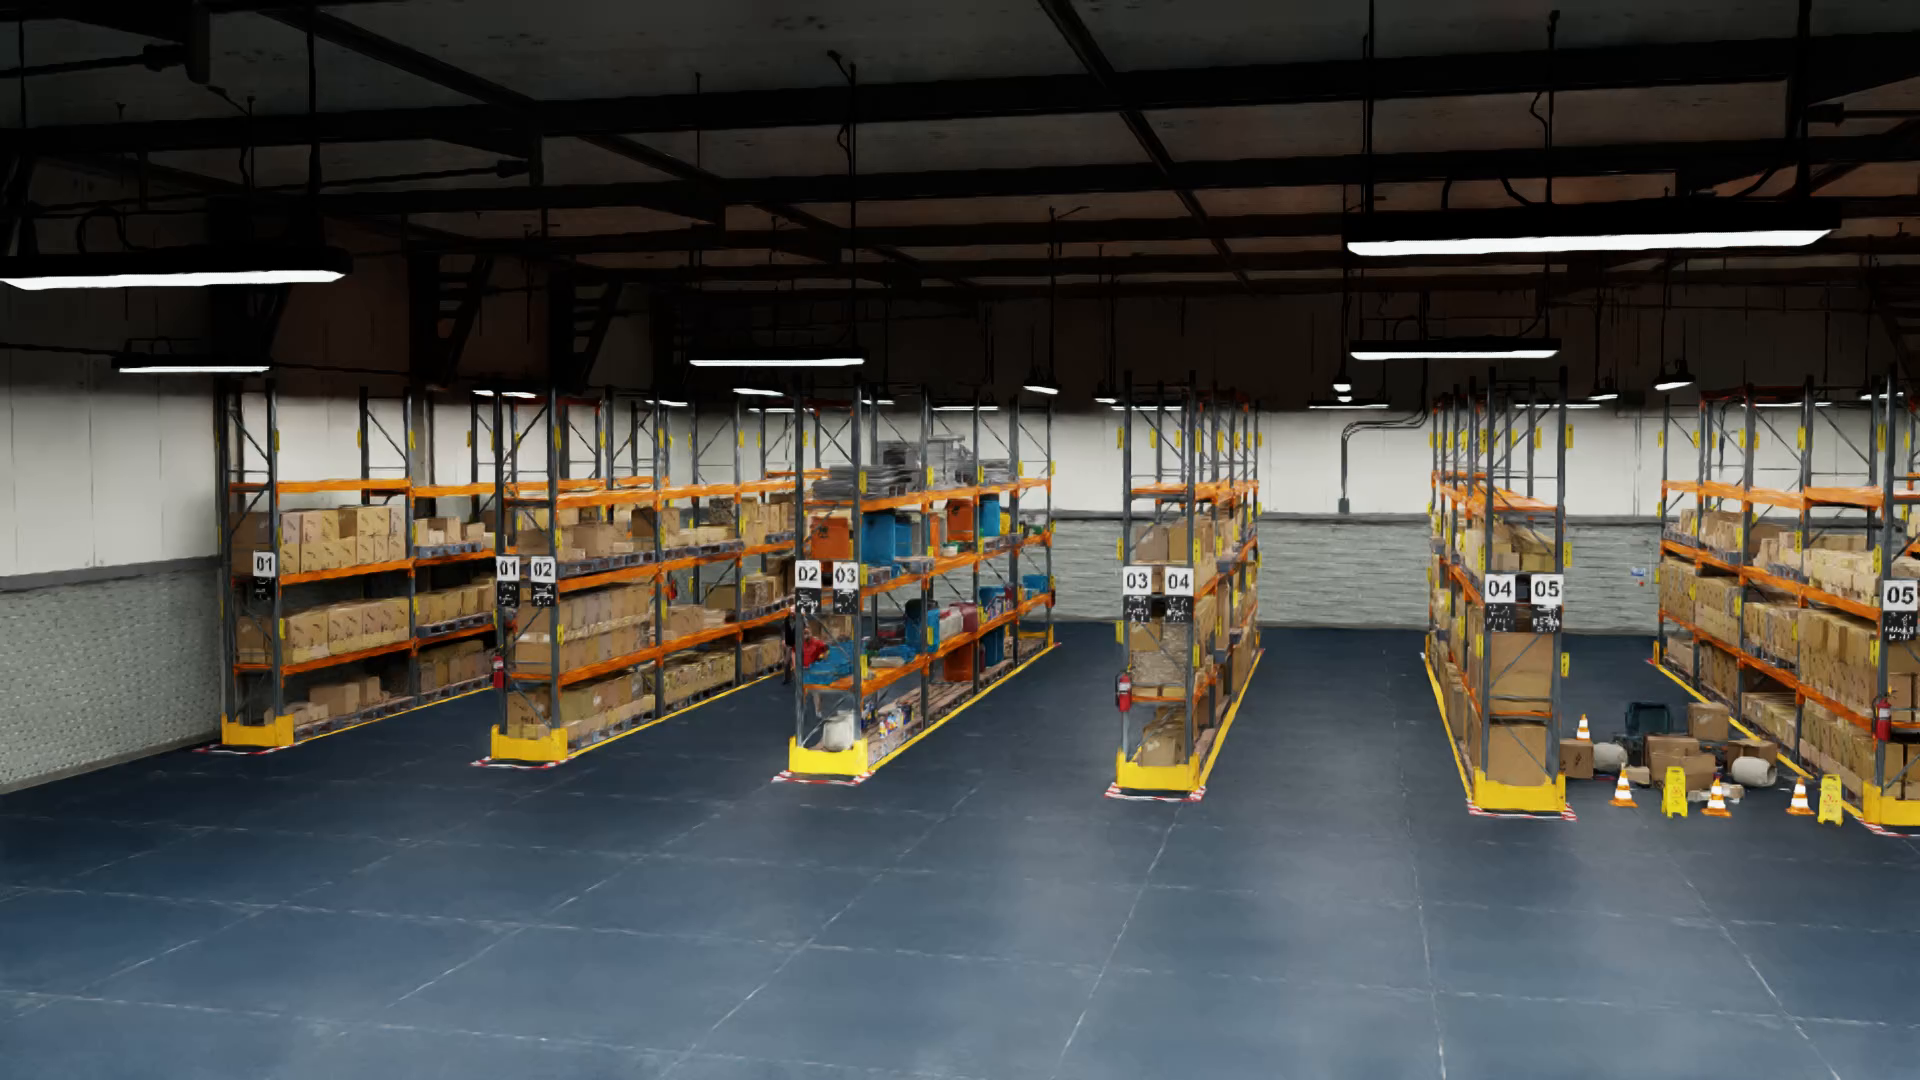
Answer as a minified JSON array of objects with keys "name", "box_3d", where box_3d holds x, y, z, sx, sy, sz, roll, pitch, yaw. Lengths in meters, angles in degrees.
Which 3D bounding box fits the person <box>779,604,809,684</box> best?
[{"name":"person","box_3d":[-3.364,2.138,33.947,0.677,1.671,0.534,1,3,11]}]

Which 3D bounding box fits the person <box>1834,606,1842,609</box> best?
[{"name":"person","box_3d":[19.562,1.917,36.843,0.554,1.768,0.672,-1,3,-10]}]

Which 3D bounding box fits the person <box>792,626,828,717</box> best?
[{"name":"person","box_3d":[-2.722,2.366,30.062,0.682,1.676,0.535,1,3,11]}]
